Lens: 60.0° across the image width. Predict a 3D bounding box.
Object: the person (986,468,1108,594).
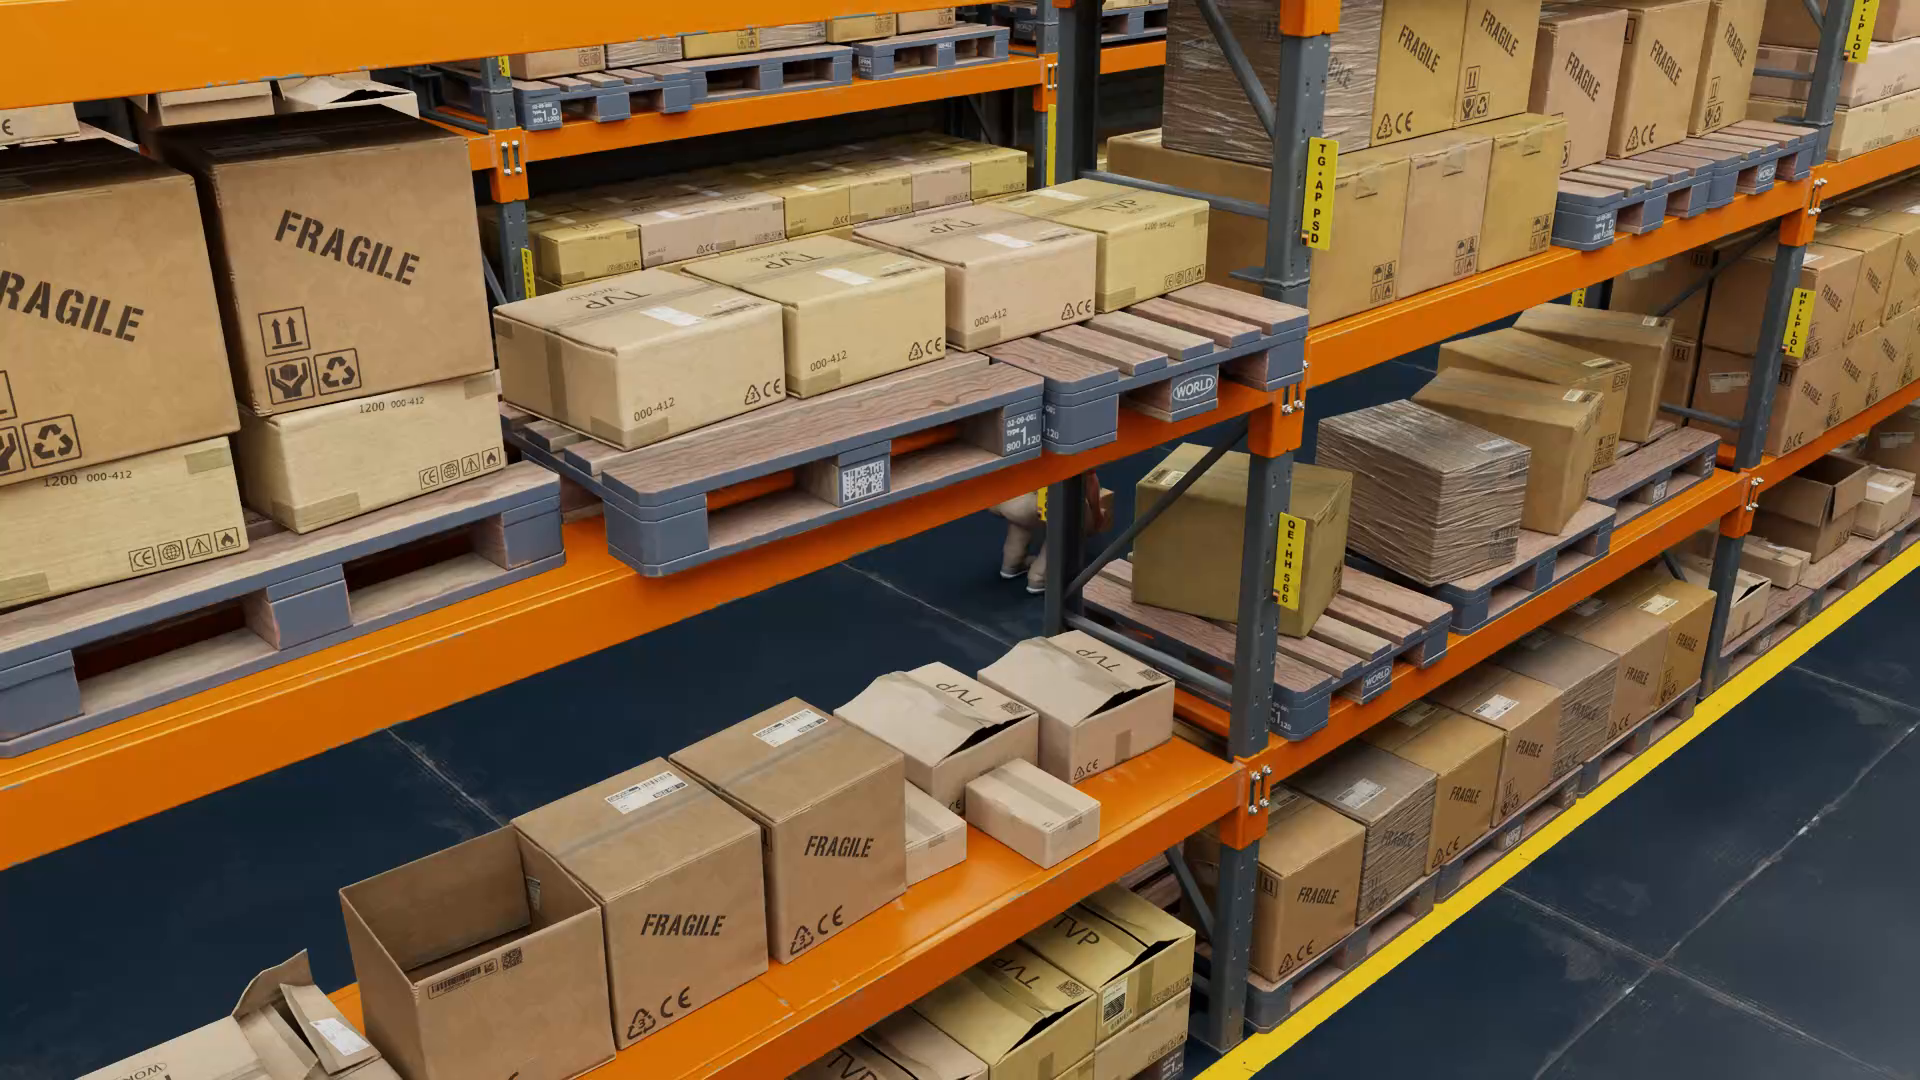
[{"bbox_3d":[0.477,-0.298,10.038,0.820,1.120,0.576,-21,32,-39],"label":"person"}]
